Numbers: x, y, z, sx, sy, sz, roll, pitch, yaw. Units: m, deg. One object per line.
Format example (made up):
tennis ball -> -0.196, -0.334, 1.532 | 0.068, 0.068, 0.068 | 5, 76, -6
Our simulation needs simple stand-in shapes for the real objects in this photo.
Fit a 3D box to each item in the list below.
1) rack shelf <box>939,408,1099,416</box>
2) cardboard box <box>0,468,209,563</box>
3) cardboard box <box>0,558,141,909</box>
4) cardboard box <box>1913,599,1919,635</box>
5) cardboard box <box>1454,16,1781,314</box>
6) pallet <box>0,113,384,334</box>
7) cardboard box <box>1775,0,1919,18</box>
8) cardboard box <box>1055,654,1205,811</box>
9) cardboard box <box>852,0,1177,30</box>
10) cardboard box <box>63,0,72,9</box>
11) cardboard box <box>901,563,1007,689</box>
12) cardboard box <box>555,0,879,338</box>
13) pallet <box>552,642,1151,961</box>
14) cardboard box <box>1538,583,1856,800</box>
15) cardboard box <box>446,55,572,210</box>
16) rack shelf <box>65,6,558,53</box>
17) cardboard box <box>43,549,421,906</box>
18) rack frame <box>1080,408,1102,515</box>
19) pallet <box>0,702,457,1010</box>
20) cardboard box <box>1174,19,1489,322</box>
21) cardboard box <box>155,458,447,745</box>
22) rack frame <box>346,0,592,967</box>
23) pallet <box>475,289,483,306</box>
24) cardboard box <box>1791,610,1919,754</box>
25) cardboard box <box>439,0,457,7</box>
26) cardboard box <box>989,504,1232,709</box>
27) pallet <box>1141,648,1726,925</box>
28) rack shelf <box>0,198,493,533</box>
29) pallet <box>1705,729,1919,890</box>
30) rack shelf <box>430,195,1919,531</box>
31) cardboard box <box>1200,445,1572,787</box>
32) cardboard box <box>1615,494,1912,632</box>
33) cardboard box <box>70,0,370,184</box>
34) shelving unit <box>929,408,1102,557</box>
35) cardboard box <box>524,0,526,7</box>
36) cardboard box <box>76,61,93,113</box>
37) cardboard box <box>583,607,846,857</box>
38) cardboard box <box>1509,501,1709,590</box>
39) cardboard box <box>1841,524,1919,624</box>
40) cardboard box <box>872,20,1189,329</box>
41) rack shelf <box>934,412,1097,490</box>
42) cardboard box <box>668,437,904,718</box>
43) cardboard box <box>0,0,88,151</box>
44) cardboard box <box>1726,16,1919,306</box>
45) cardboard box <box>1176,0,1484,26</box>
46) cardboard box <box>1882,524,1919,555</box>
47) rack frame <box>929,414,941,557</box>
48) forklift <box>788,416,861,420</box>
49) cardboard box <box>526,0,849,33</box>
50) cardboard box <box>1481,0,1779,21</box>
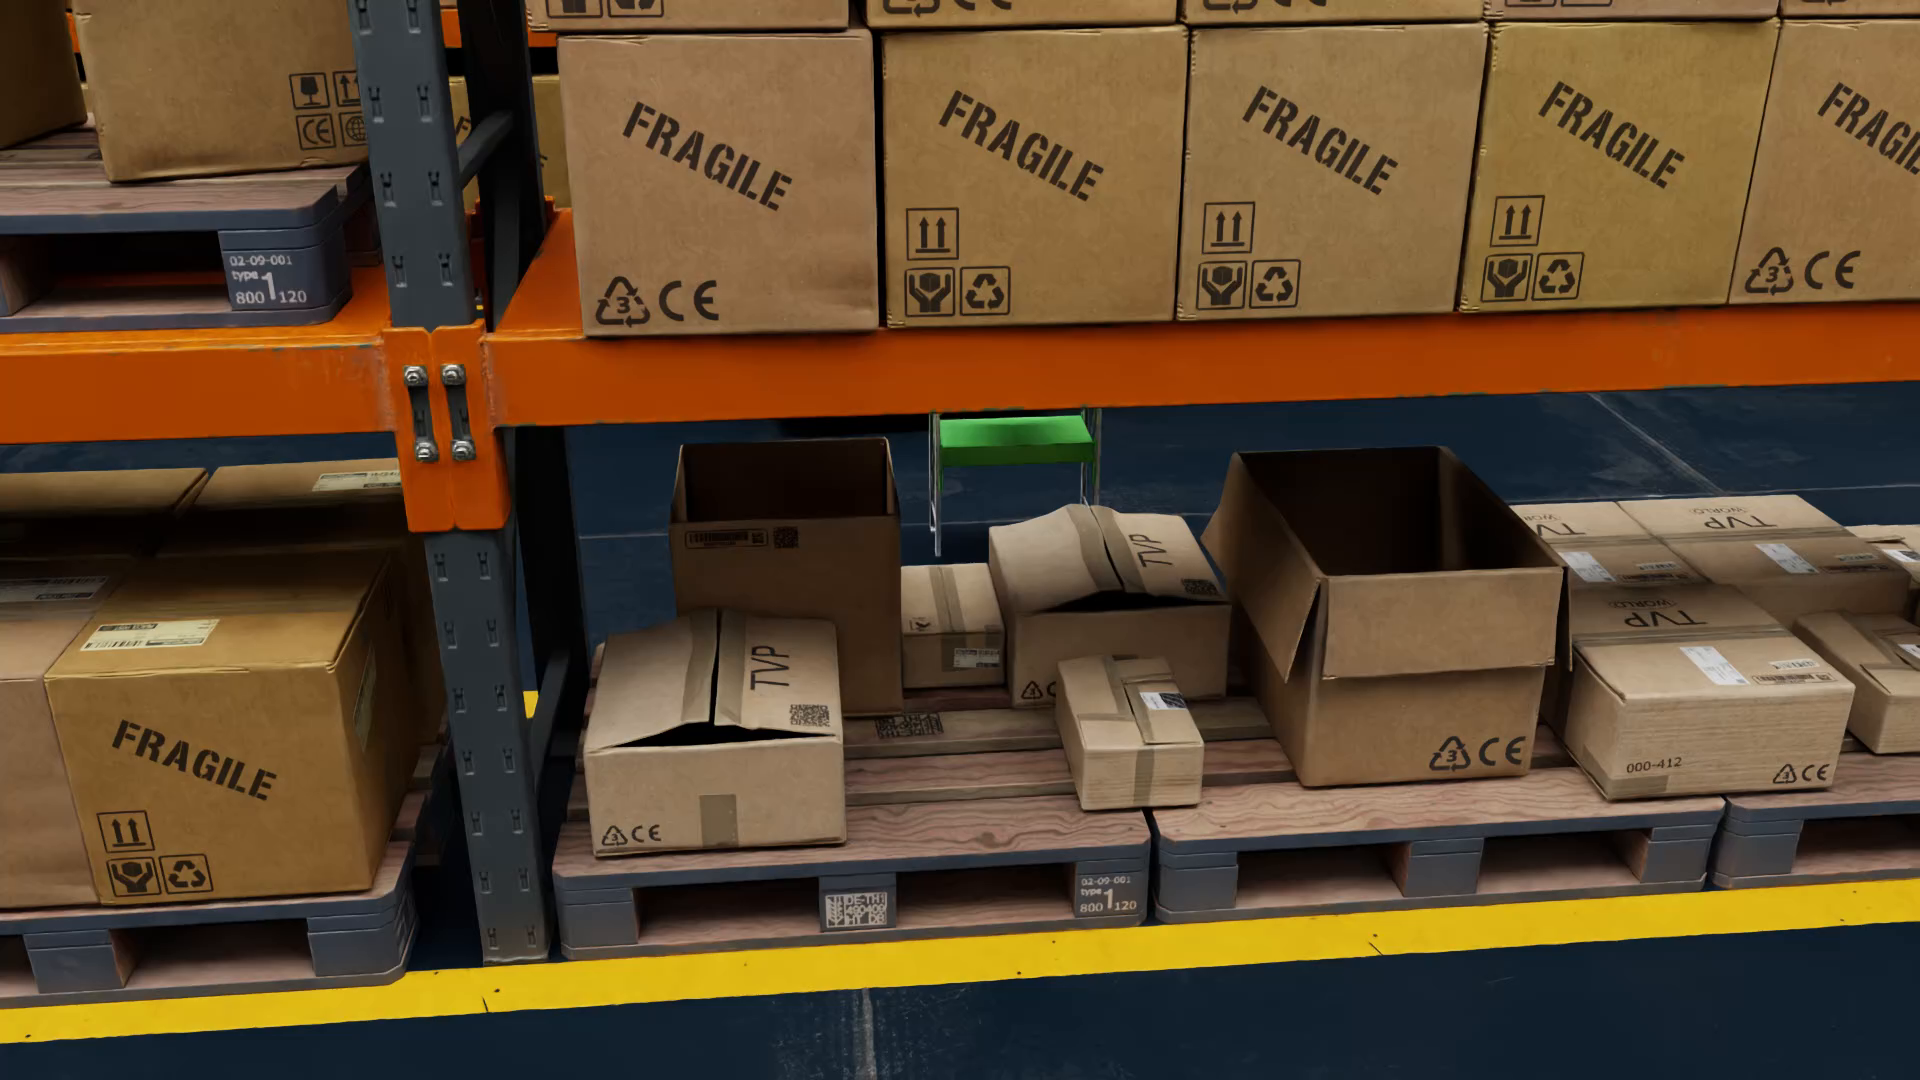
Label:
rack shelf -> 0.165, -0.496, 5.047 | 0.480, 0.148, 0.258 | -2, 24, -5
cardboard box -> -1.975, 0.167, 3.717 | 0.500, 0.500, 0.500 | -2, 24, -4
cardboard box -> -1.895, 0.372, 3.255 | 0.500, 0.500, 0.500 | -2, 24, -5
cardboard box -> 2.524, 0.182, 3.683 | 0.500, 0.500, 0.500 | -2, 24, -5
cardboard box -> 1.108, -0.738, 3.095 | 0.500, 0.500, 0.500 | -3, 24, -6
pallet -> -1.746, -0.645, 3.245 | 1.213, 0.211, 1.003 | -2, 24, -5
cardboard box -> 1.607, -1.211, 2.927 | 0.500, 0.500, 0.500 | -2, 24, -4
cardboard box -> 0.359, 0.405, 3.592 | 0.250, 0.166, 0.380 | -2, 24, -5
cardboard box -> 0.070, -1.149, 2.788 | 0.500, 0.500, 0.500 | -3, 24, -7
cardboard box -> -3.783, -2.440, 7.330 | 0.250, 0.149, 0.380 | -2, 24, -4
cardboard box -> -0.033, 0.204, 4.065 | 0.250, 0.149, 0.380 | -2, 24, -5
cardboard box -> -0.406, -0.677, 2.956 | 0.500, 0.500, 0.500 | -2, 24, -4
pallet -> -0.256, 0.527, 3.805 | 1.213, 0.211, 1.003 | -2, 24, -5
cardboard box -> 1.576, 0.322, 3.676 | 0.500, 0.250, 0.500 | -2, 24, -5
cardboard box -> -2.064, -1.854, 7.857 | 0.750, 0.750, 0.750 | -2, 24, -5
rack shelf -> -3.421, -2.314, 7.649 | 4.000, 0.370, 1.077 | -2, 24, -5
cardboard box -> -1.403, 0.356, 3.292 | 0.500, 0.500, 0.500 | -2, 24, -5
rack frame -> 0.408, -0.565, 5.043 | 0.015, 1.200, 0.240 | -2, 24, -5
pallet -> -1.745, 0.601, 3.637 | 1.213, 0.211, 1.003 | -2, 24, -5
cardboard box -> 0.602, -0.717, 3.048 | 0.500, 0.500, 0.500 | -2, 24, -5
cardboard box -> -1.445, 0.141, 3.775 | 0.500, 0.500, 0.500 | -3, 24, -8
rack frame -> -0.940, -0.721, 3.178 | 0.127, 3.000, 1.000 | -2, 24, -5
pallet -> -2.191, -1.387, 8.111 | 1.213, 0.211, 1.003 | -2, 24, -5
cardboard box -> 2.112, 0.314, 3.796 | 0.250, 0.166, 0.380 | -2, 24, -5
cardboard box -> -2.250, -2.477, 7.415 | 0.250, 0.149, 0.380 | -2, 24, -3
cardboard box -> 0.346, 0.140, 4.011 | 0.500, 0.311, 0.500 | -2, 24, -5
pallet -> 0.961, 0.477, 3.918 | 1.213, 0.211, 1.003 | -2, 24, -5
rack shelf -> -2.930, -0.312, 3.145 | 4.000, 0.370, 1.077 | -2, 24, -5
pallet -> 2.172, 0.429, 4.025 | 1.213, 0.211, 1.003 | -2, 24, -5
rack shelf -> 1.051, -0.472, 3.504 | 4.000, 0.370, 1.077 | -2, 24, -5
cardboard box -> 0.929, 0.142, 3.769 | 0.637, 0.503, 0.797 | -2, 24, -5
cardboard box -> 1.974, 0.102, 4.171 | 0.500, 0.250, 0.500 | -2, 24, -5
cardboard box -> -1.433, -1.030, 3.233 | 0.500, 0.500, 0.700 | -11, 26, -23
shelving unit -> 0.165, -0.555, 5.021 | 0.503, 1.200, 0.258 | -2, 24, -5
cardboard box -> -1.988, -2.470, 7.398 | 0.250, 0.149, 0.380 | -2, 24, -4
cardboard box -> -3.794, -1.781, 7.694 | 0.750, 0.750, 0.750 | -2, 24, -5
cardboard box -> -0.501, 0.378, 3.476 | 0.500, 0.311, 0.500 | -2, 24, -5
cardboard box -> 1.477, 0.122, 4.126 | 0.500, 0.250, 0.500 | -2, 24, -5
cardboard box -> 2.342, 0.101, 4.276 | 0.250, 0.166, 0.380 | -2, 24, -5
cardboard box -> 0.104, -0.698, 3.005 | 0.500, 0.500, 0.500 | -2, 24, -4
rack shelf -> 0.165, -0.277, 5.145 | 0.480, 0.148, 0.258 | -2, 24, -5
cardboard box -> -0.401, 0.083, 3.906 | 0.500, 0.500, 0.500 | -2, 24, -5
cardboard box -> -2.111, -0.977, 3.114 | 0.500, 0.500, 0.700 | 1, 24, 3
cardboard box -> 1.609, -0.758, 3.140 | 0.500, 0.500, 0.500 | -2, 24, -5
cardboard box -> 0.582, -1.169, 2.834 | 0.500, 0.500, 0.500 | -3, 24, -7
cardboard box -> 2.590, 0.099, 4.302 | 0.250, 0.149, 0.380 | -2, 24, -5
rack frame -> -0.078, -0.545, 4.999 | 0.015, 1.200, 0.240 | -2, 24, -5
forklift -> -0.411, -2.345, 6.918 | 1.130, 2.935, 3.031 | -4, 24, -9
cardboard box -> -0.443, -1.128, 2.741 | 0.500, 0.500, 0.500 | -2, 24, -4
cardboard box -> 1.096, -1.190, 2.881 | 0.500, 0.500, 0.500 | -2, 24, -4
